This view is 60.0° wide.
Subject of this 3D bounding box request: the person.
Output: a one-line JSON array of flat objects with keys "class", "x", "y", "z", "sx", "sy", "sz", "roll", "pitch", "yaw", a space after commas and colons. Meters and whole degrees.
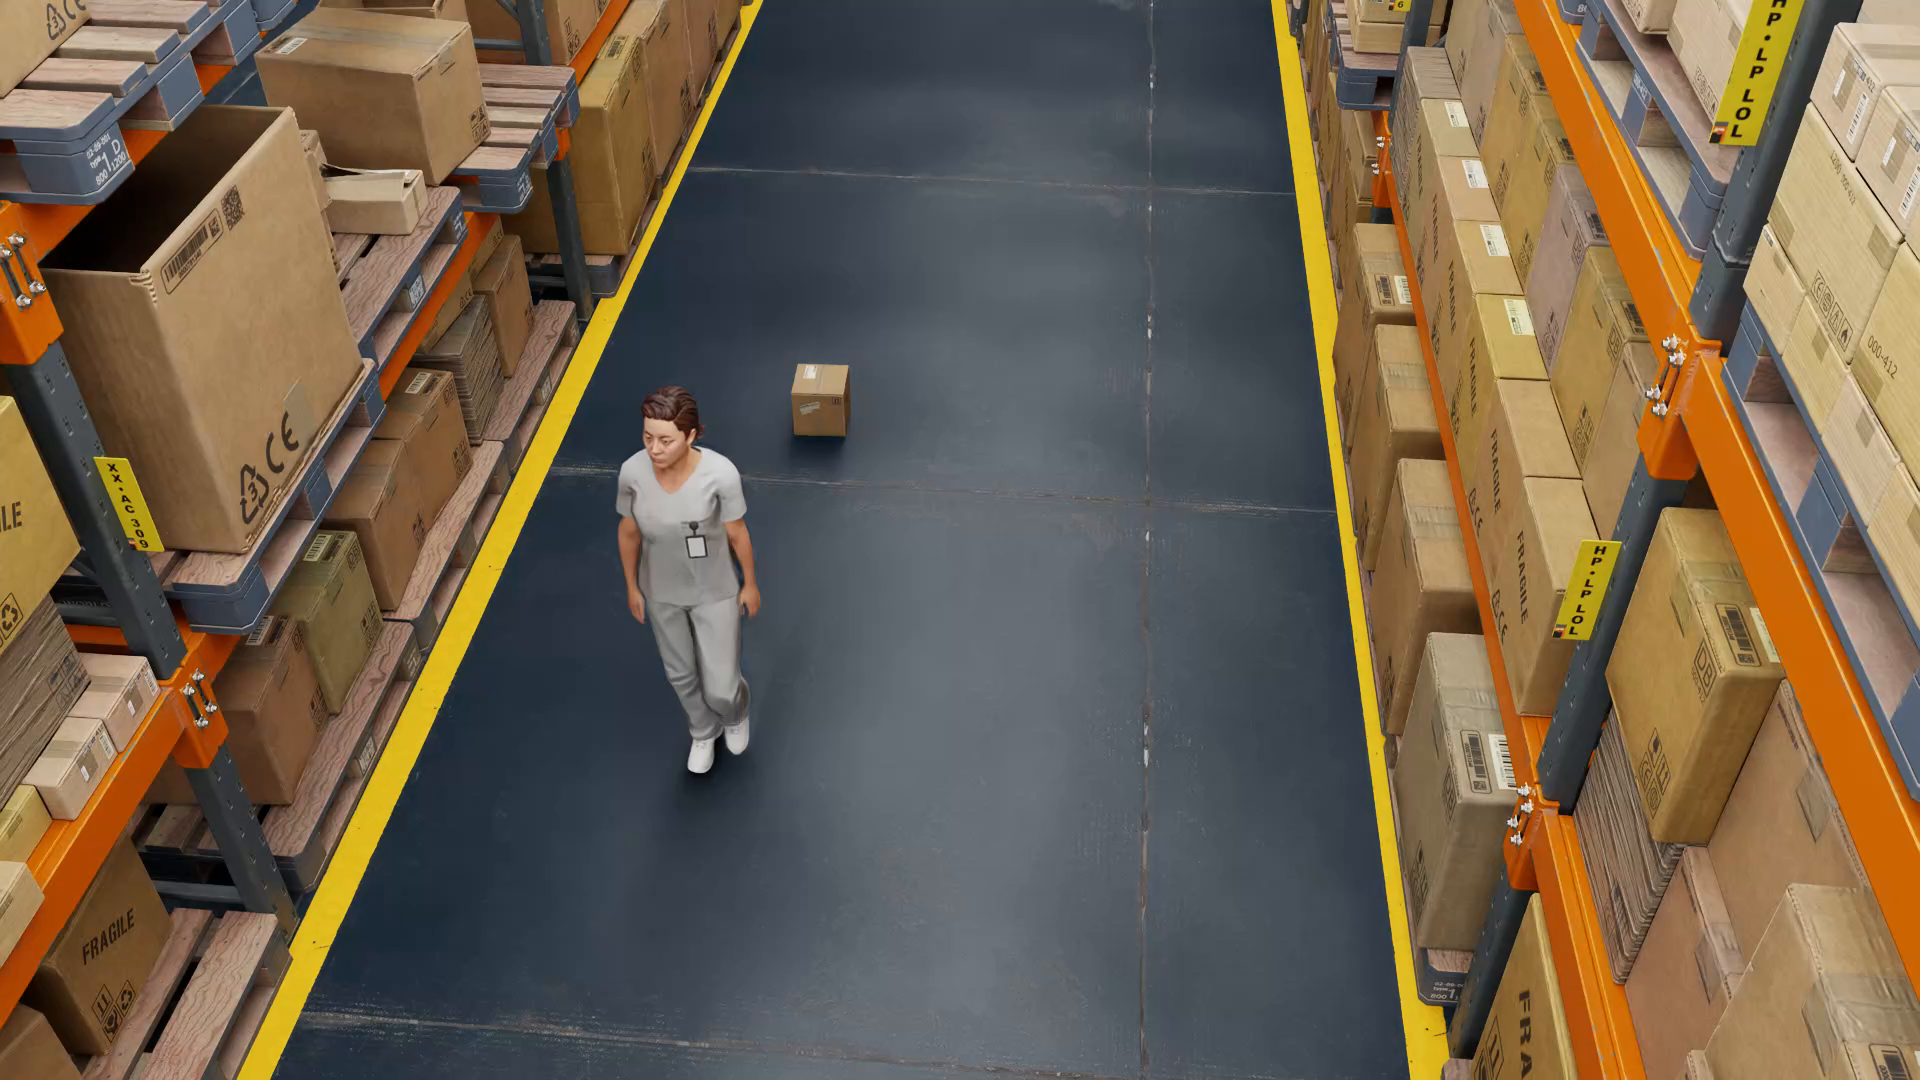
[{"class": "person", "x": -0.963, "y": 0.200, "z": 5.881, "sx": 0.475, "sy": 1.665, "sz": 0.452, "roll": 6, "pitch": 41, "yaw": 7}]
